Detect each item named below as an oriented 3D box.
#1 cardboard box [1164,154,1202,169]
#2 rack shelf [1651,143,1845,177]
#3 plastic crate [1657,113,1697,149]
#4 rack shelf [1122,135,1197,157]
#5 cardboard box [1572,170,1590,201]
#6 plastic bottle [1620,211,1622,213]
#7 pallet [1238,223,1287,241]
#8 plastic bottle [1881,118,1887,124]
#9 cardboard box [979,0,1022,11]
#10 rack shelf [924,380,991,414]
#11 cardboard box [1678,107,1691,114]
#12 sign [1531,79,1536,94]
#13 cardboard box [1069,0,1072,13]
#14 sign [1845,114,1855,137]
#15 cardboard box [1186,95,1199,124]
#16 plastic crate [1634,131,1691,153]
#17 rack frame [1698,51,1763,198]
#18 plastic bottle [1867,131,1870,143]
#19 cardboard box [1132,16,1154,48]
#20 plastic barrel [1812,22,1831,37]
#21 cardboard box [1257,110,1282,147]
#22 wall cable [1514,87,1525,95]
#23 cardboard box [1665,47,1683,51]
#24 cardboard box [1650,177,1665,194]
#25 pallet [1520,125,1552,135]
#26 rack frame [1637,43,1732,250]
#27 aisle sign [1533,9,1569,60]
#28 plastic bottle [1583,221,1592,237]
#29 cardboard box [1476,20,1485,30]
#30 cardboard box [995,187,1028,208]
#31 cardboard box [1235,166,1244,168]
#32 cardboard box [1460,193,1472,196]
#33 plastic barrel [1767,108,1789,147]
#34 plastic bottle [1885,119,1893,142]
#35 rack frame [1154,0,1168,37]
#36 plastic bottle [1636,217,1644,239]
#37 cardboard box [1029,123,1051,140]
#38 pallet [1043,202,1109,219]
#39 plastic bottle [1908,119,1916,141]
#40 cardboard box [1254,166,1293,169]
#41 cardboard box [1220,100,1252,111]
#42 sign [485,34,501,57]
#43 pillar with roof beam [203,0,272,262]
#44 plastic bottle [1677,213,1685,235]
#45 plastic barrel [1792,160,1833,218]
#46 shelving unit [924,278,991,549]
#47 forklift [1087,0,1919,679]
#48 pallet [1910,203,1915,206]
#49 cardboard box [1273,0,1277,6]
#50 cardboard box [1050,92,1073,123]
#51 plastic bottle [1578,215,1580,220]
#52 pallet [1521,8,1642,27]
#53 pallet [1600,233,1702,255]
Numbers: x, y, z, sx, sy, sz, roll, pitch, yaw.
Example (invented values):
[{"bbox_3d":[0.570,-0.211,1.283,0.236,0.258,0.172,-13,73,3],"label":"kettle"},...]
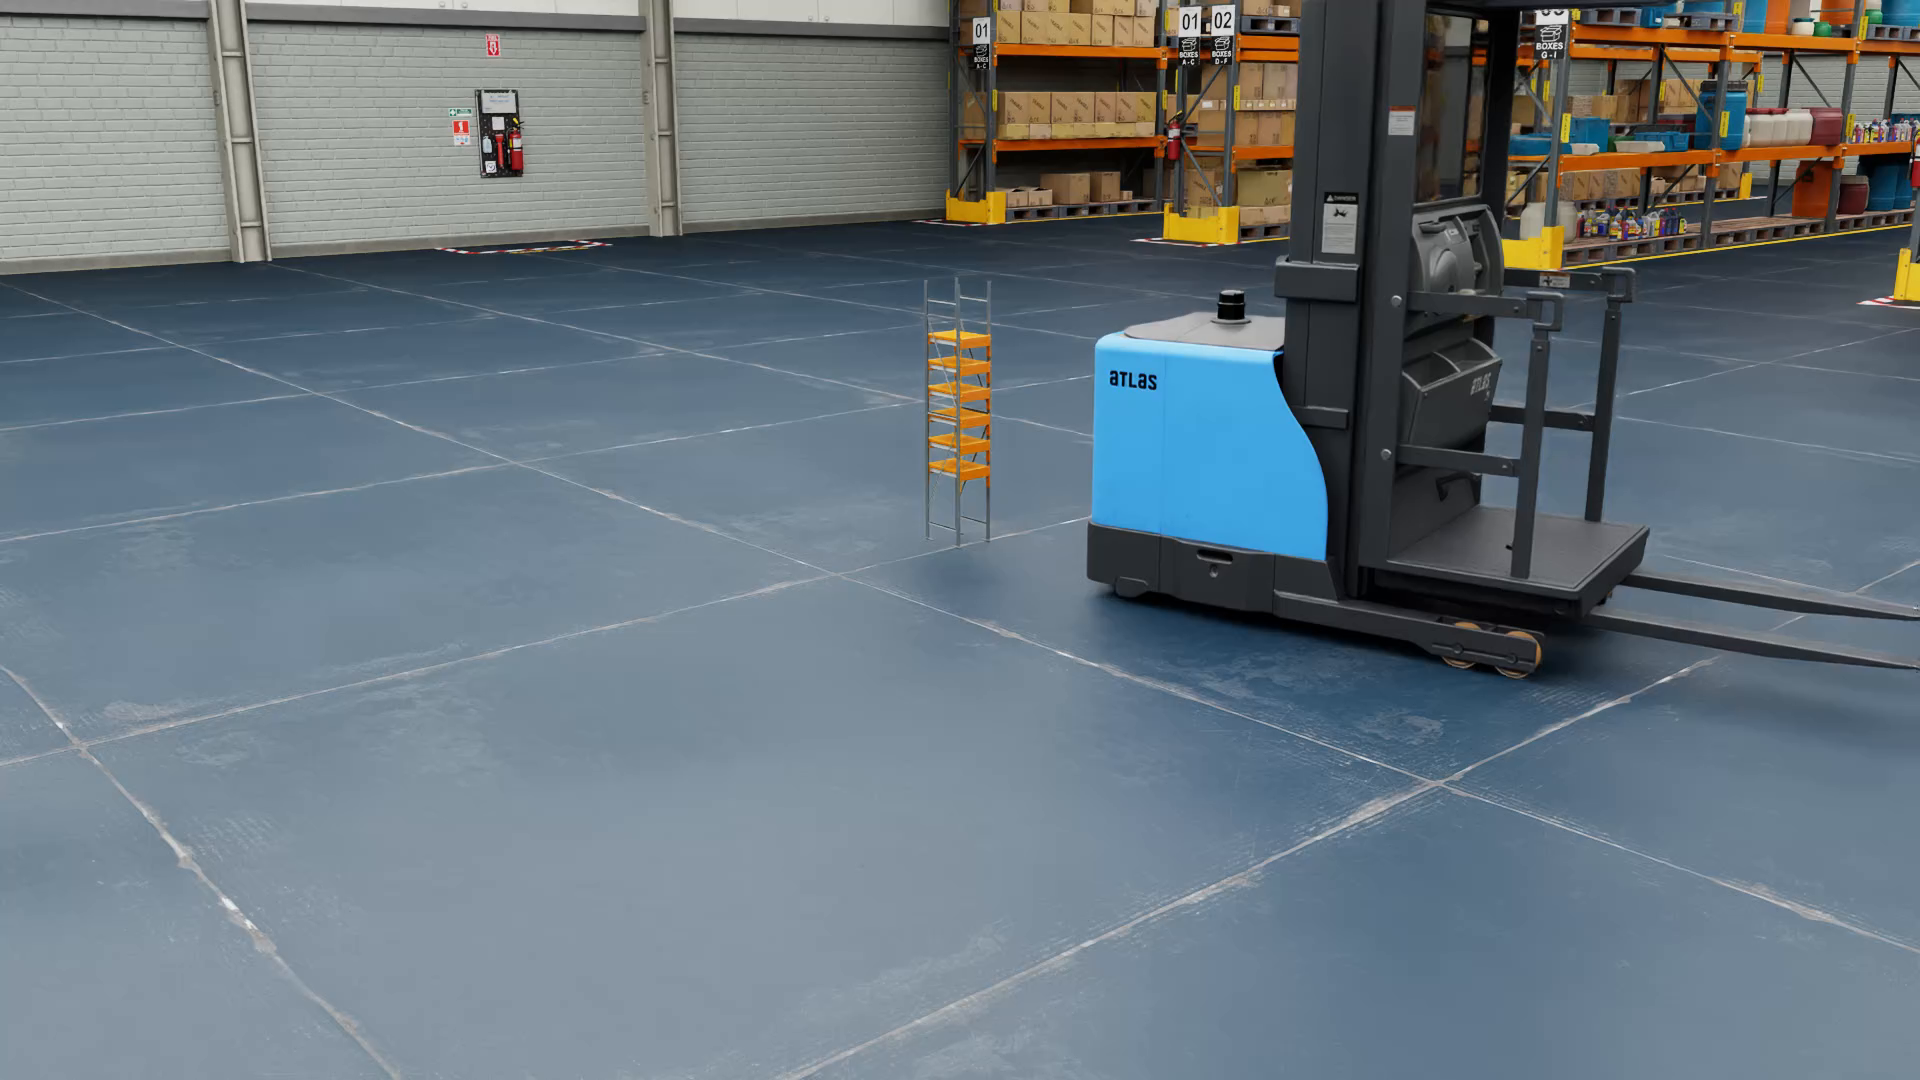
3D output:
[{"bbox_3d":[4.090,-6.953,30.505,0.500,0.250,0.500,-13,20,-41],"label":"cardboard box"},{"bbox_3d":[11.227,-5.445,23.716,4.000,0.370,1.077,-13,19,-39],"label":"rack shelf"},{"bbox_3d":[9.883,-5.626,22.877,0.583,0.464,0.402,-13,19,-39],"label":"plastic crate"},{"bbox_3d":[4.724,-7.374,30.937,4.000,0.370,1.077,-13,19,-39],"label":"rack shelf"},{"bbox_3d":[10.791,-6.296,29.501,0.500,0.500,0.500,-13,20,-40],"label":"cardboard box"},{"bbox_3d":[8.965,-4.322,22.542,0.135,0.276,0.152,-12,19,-37],"label":"plastic bottle"},{"bbox_3d":[4.002,-4.532,24.306,1.213,0.211,1.003,-13,19,-39],"label":"pallet"},{"bbox_3d":[15.245,-6.782,27.422,0.185,0.351,0.144,-13,19,-39],"label":"plastic bottle"},{"bbox_3d":[0.648,-8.713,26.574,0.500,0.500,0.500,14,21,43],"label":"cardboard box"},{"bbox_3d":[-0.011,-0.650,7.566,0.180,0.103,0.258,-13,19,-39],"label":"rack shelf"},{"bbox_3d":[13.452,-7.943,31.480,0.500,0.500,0.500,-12,19,-38],"label":"cardboard box"},{"bbox_3d":[12.614,-9.981,36.602,0.005,0.325,0.100,-13,19,-39],"label":"sign"},{"bbox_3d":[1.527,-9.077,27.935,0.500,0.500,0.500,-13,20,-39],"label":"cardboard box"},{"bbox_3d":[13.103,-6.104,24.474,0.005,0.325,0.100,-13,19,-39],"label":"sign"},{"bbox_3d":[4.048,-7.816,30.153,0.500,0.500,0.700,-10,18,-34],"label":"cardboard box"},{"bbox_3d":[9.062,-5.142,21.474,0.616,0.251,0.499,-13,19,-39],"label":"plastic crate"},{"bbox_3d":[15.522,-8.452,33.578,0.127,3.000,1.000,-13,19,-39],"label":"rack frame"},{"bbox_3d":[13.830,-6.161,25.388,0.097,0.201,0.097,0,15,0],"label":"plastic bottle"},{"bbox_3d":[2.995,-8.756,28.671,0.500,0.500,0.500,-12,19,-38],"label":"cardboard box"},{"bbox_3d":[12.583,-7.454,24.331,0.294,0.245,0.294,0,15,0],"label":"plastic barrel"},{"bbox_3d":[4.206,-5.956,24.041,0.500,0.500,0.700,-12,19,-38],"label":"cardboard box"},{"bbox_3d":[12.613,-10.307,38.556,1.851,1.984,0.084,-13,19,-39],"label":"wall cable"},{"bbox_3d":[13.034,-9.185,30.801,0.500,0.250,0.500,-13,19,-39],"label":"cardboard box"},{"bbox_3d":[12.964,-6.716,31.440,0.500,0.311,0.500,-13,19,-39],"label":"cardboard box"},{"bbox_3d":[9.953,-7.132,29.010,1.003,0.211,1.213,-13,19,-39],"label":"pallet"},{"bbox_3d":[9.719,-5.454,22.355,0.127,3.000,1.000,-13,19,-39],"label":"rack frame"},{"bbox_3d":[6.839,-5.963,19.224,0.004,0.787,0.394,-13,19,-39],"label":"aisle sign"},{"bbox_3d":[8.208,-4.073,21.756,0.097,0.201,0.097,0,15,0],"label":"plastic bottle"},{"bbox_3d":[8.360,-8.401,27.053,0.500,0.250,0.500,-13,20,-40],"label":"cardboard box"},{"bbox_3d":[0.779,-5.718,27.702,0.500,0.311,0.500,13,20,41],"label":"cardboard box"},{"bbox_3d":[4.903,-6.779,31.306,0.500,0.500,0.700,-13,20,-40],"label":"cardboard box"},{"bbox_3d":[8.097,-5.574,27.319,0.500,0.250,0.500,-12,19,-38],"label":"cardboard box"},{"bbox_3d":[11.464,-5.836,23.524,0.433,0.535,0.433,0,15,0],"label":"plastic barrel"},{"bbox_3d":[14.444,-6.379,25.915,0.185,0.351,0.144,-13,19,-39],"label":"plastic bottle"},{"bbox_3d":[3.215,-10.281,28.801,0.127,3.000,1.000,-13,19,-39],"label":"rack frame"},{"bbox_3d":[8.760,-4.026,21.446,0.097,0.271,0.097,0,15,0],"label":"plastic bottle"},{"bbox_3d":[1.157,-6.754,27.473,0.500,0.250,0.500,-13,20,-41],"label":"cardboard box"},{"bbox_3d":[1.811,-5.707,28.706,1.213,0.211,1.003,-13,19,-39],"label":"pallet"},{"bbox_3d":[15.136,-6.534,26.496,0.185,0.351,0.144,-13,19,-39],"label":"plastic bottle"},{"bbox_3d":[4.784,-5.383,25.153,0.500,0.500,0.500,-13,19,-39],"label":"cardboard box"},{"bbox_3d":[3.890,-6.127,23.426,0.250,0.149,0.380,-13,20,-40],"label":"cardboard box"},{"bbox_3d":[-6.329,-6.702,22.537,0.199,0.298,0.001,-13,19,-39],"label":"sign"},{"bbox_3d":[-6.069,-7.019,16.591,0.400,9.000,9.100,-13,19,-39],"label":"pillar with roof beam"},{"bbox_3d":[9.572,-4.208,22.103,0.133,0.283,0.061,-11,19,-37],"label":"plastic bottle"},{"bbox_3d":[13.094,-5.372,25.440,0.708,0.830,0.600,-13,19,-39],"label":"plastic barrel"},{"bbox_3d":[-0.011,-0.577,7.586,0.189,1.200,0.258,-13,19,-39],"label":"shelving unit"},{"bbox_3d":[2.031,-1.079,6.112,3.031,2.935,1.130,10,18,33],"label":"forklift"},{"bbox_3d":[16.283,-5.594,28.283,1.213,0.211,1.003,-13,19,-39],"label":"pallet"},{"bbox_3d":[4.567,-7.758,24.258,0.500,0.311,0.500,-10,18,-33],"label":"cardboard box"},{"bbox_3d":[1.529,-7.195,27.672,0.500,0.500,0.500,-13,20,-41],"label":"cardboard box"},{"bbox_3d":[8.007,-4.107,21.737,0.135,0.276,0.152,-12,19,-39],"label":"plastic bottle"},{"bbox_3d":[7.389,-6.255,19.909,1.213,0.211,1.003,-13,19,-39],"label":"pallet"},{"bbox_3d":[9.185,-4.001,22.319,1.213,0.211,1.003,-13,19,-39],"label":"pallet"}]
